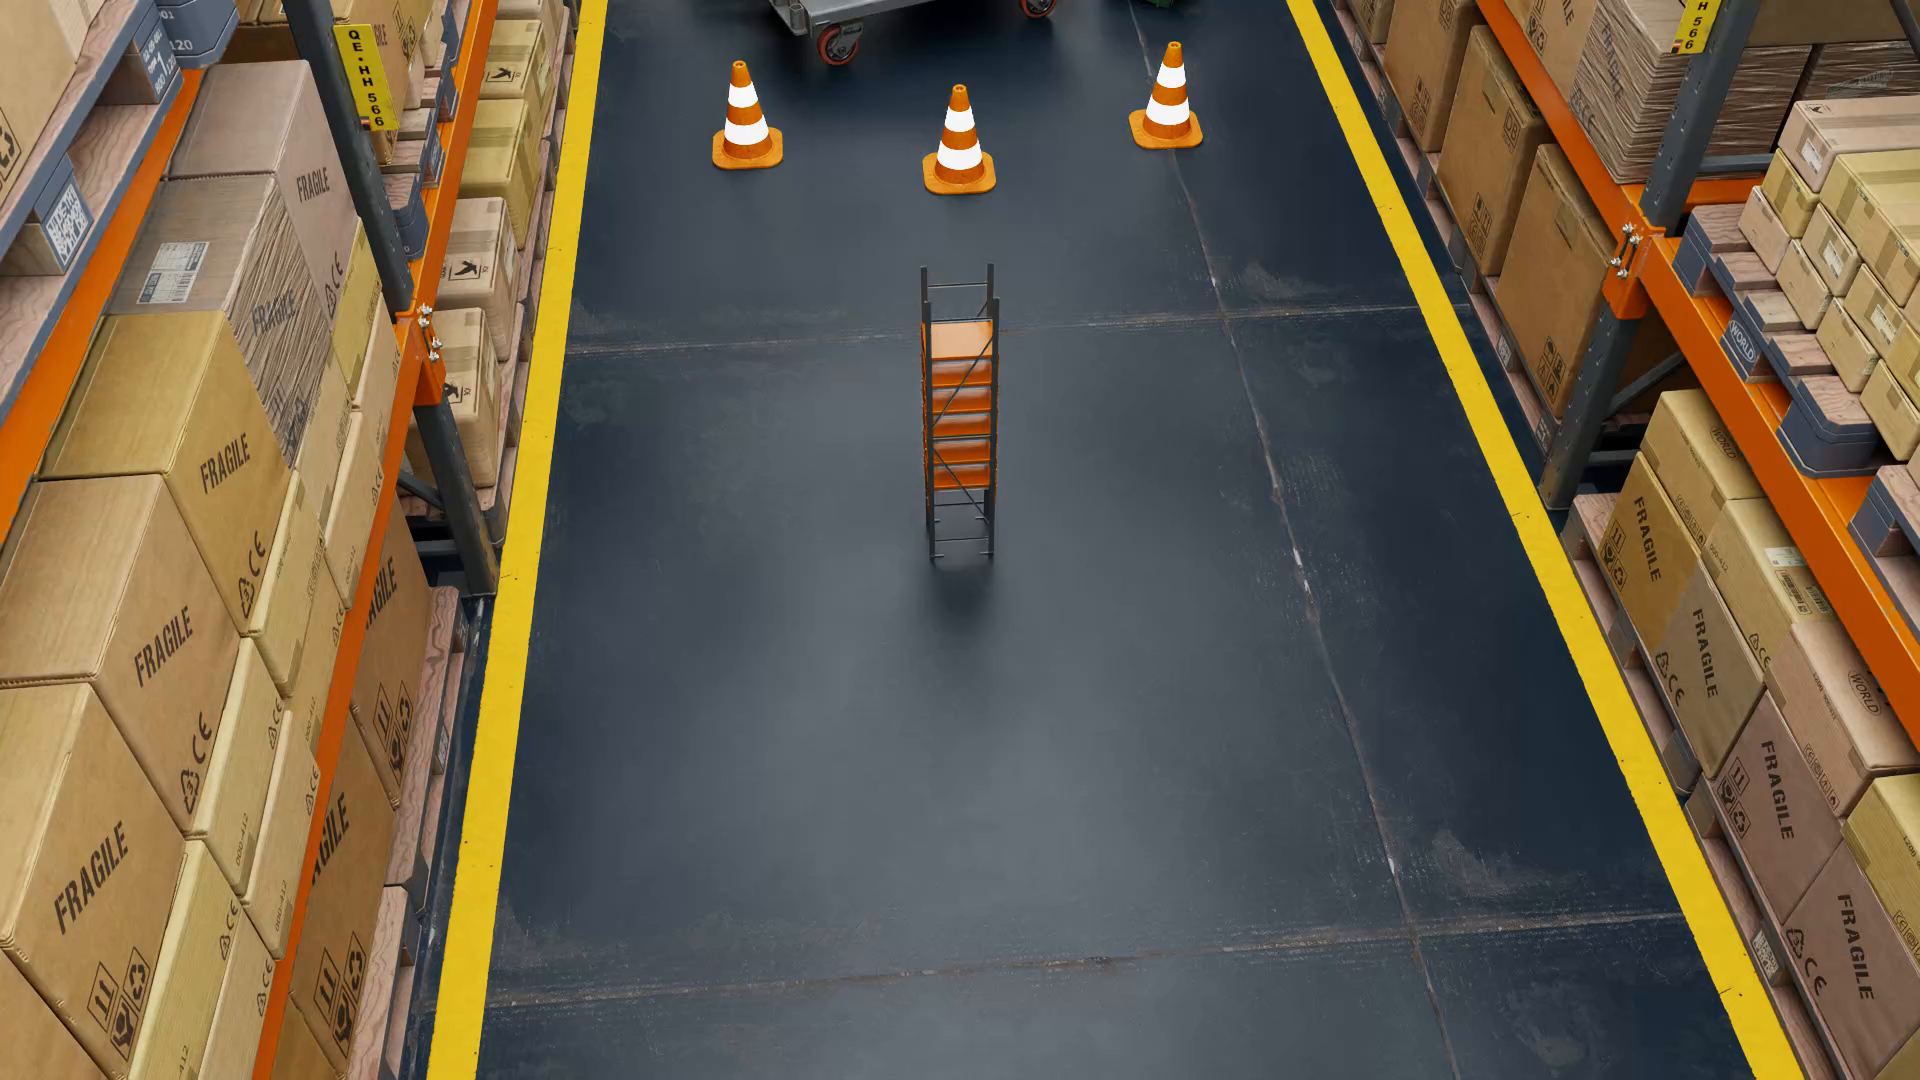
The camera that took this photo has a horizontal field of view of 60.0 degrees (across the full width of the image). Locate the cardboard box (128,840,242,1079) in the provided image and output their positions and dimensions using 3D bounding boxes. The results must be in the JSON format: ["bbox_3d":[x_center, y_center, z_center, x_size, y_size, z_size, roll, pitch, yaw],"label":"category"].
[{"bbox_3d":[-1.698,0.857,3.131,0.500,0.250,0.500,-3,47,-3],"label":"cardboard box"}]

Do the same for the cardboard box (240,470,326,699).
[{"bbox_3d":[-1.786,0.116,3.833,0.500,0.250,0.500,-5,47,-4],"label":"cardboard box"}]

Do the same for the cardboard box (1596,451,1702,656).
[{"bbox_3d":[2.540,0.030,5.588,0.500,0.500,0.500,-5,47,-5],"label":"cardboard box"}]

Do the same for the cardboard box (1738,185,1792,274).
[{"bbox_3d":[2.571,-0.935,4.953,0.380,0.149,0.250,-4,47,-4],"label":"cardboard box"}]

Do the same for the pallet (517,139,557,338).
[{"bbox_3d":[-2.353,-1.326,7.360,1.003,0.211,1.213,-3,47,-3],"label":"pallet"}]

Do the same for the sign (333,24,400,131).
[{"bbox_3d":[-1.637,-1.273,4.592,0.100,0.325,0.005,-3,47,-3],"label":"sign"}]

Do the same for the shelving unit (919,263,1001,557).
[{"bbox_3d":[-0.001,-0.423,5.824,0.258,1.200,0.189,-3,47,-3],"label":"shelving unit"}]

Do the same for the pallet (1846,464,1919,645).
[{"bbox_3d":[2.941,0.283,4.048,1.003,0.211,1.213,-3,47,-3],"label":"pallet"}]

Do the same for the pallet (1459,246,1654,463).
[{"bbox_3d":[2.744,-0.829,6.890,1.003,0.211,1.213,-3,47,-3],"label":"pallet"}]

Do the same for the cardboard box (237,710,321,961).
[{"bbox_3d":[-1.733,0.664,3.658,0.500,0.250,0.500,-4,47,-4],"label":"cardboard box"}]

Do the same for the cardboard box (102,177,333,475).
[{"bbox_3d":[-1.835,-0.488,3.889,0.500,0.500,0.500,-3,47,-3],"label":"cardboard box"}]

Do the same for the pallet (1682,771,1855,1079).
[{"bbox_3d":[2.897,1.192,4.975,1.003,0.211,1.213,-3,47,-3],"label":"pallet"}]

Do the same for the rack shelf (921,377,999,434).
[{"bbox_3d":[-0.001,-0.475,5.769,0.258,0.103,0.180,-3,47,-3],"label":"rack shelf"}]

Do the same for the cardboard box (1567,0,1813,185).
[{"bbox_3d":[2.429,-1.557,5.589,0.500,0.500,0.500,-3,47,-3],"label":"cardboard box"}]

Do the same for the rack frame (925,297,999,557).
[{"bbox_3d":[0.006,-0.357,5.762,0.240,1.200,0.006,-3,47,-3],"label":"rack frame"}]

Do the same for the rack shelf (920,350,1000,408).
[{"bbox_3d":[-0.001,-0.558,5.682,0.258,0.103,0.180,-3,47,-3],"label":"rack shelf"}]

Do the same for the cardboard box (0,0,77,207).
[{"bbox_3d":[-1.753,-0.791,2.510,0.500,0.500,0.500,-3,47,-3],"label":"cardboard box"}]

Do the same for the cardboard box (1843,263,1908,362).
[{"bbox_3d":[2.625,-0.622,4.452,0.380,0.149,0.250,-5,47,-5],"label":"cardboard box"}]

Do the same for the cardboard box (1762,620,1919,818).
[{"bbox_3d":[2.622,0.484,4.642,0.500,0.250,0.500,-3,47,-3],"label":"cardboard box"}]

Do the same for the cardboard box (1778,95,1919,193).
[{"bbox_3d":[2.580,-1.126,4.724,0.380,0.149,0.250,-3,47,-3],"label":"cardboard box"}]

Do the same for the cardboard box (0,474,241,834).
[{"bbox_3d":[-1.764,0.238,3.201,0.500,0.500,0.500,-4,47,-4],"label":"cardboard box"}]

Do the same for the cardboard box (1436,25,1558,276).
[{"bbox_3d":[2.697,-1.662,7.018,1.050,0.750,0.750,-3,47,-3],"label":"cardboard box"}]

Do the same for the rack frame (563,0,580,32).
[{"bbox_3d":[-2.525,-3.733,7.719,1.000,3.000,0.127,-3,47,-3],"label":"rack frame"}]

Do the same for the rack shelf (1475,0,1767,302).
[{"bbox_3d":[2.567,-2.412,6.964,1.077,0.370,4.000,-3,47,-3],"label":"rack shelf"}]

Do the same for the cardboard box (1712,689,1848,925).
[{"bbox_3d":[2.633,0.764,4.893,0.500,0.500,0.500,-5,47,-4],"label":"cardboard box"}]

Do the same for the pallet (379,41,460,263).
[{"bbox_3d":[-2.356,-1.282,5.530,1.213,0.211,1.003,-3,47,-3],"label":"pallet"}]

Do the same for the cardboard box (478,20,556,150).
[{"bbox_3d":[-2.415,-2.074,7.669,0.950,0.372,0.625,-1,47,-1],"label":"cardboard box"}]

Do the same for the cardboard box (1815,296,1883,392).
[{"bbox_3d":[2.616,-0.545,4.584,0.380,0.149,0.250,-1,47,-1],"label":"cardboard box"}]

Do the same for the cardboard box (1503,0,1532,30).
[{"bbox_3d":[2.347,-2.279,6.274,0.500,0.500,0.500,-4,47,-4],"label":"cardboard box"}]

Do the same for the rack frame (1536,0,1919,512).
[{"bbox_3d":[2.734,-1.213,5.333,1.000,3.000,0.127,-3,47,-3],"label":"rack frame"}]

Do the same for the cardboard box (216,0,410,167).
[{"bbox_3d":[-1.997,-1.459,5.003,0.500,0.500,0.500,-5,47,-4],"label":"cardboard box"}]

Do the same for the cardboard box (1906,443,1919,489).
[{"bbox_3d":[2.665,-0.158,4.217,0.380,0.149,0.250,-2,47,-2],"label":"cardboard box"}]

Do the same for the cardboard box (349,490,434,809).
[{"bbox_3d":[-2.215,0.252,5.119,0.875,0.875,0.875,-4,47,-4],"label":"cardboard box"}]

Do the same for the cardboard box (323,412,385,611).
[{"bbox_3d":[-1.830,-0.068,4.352,0.500,0.250,0.500,-3,47,-3],"label":"cardboard box"}]

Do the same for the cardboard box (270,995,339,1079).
[{"bbox_3d":[-2.070,1.545,3.895,0.875,0.875,0.875,-2,47,-2],"label":"cardboard box"}]

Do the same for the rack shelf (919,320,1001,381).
[{"bbox_3d":[-0.001,-0.640,5.595,0.258,0.103,0.180,-3,47,-3],"label":"rack shelf"}]

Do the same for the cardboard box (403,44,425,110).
[{"bbox_3d":[-1.999,-1.551,5.536,0.380,0.149,0.250,-6,47,-6],"label":"cardboard box"}]

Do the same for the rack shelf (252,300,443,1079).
[{"bbox_3d":[-2.022,0.856,3.869,1.077,0.370,4.000,-3,47,-3],"label":"rack shelf"}]

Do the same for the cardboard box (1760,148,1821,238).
[{"bbox_3d":[2.575,-1.011,4.821,0.380,0.149,0.250,-2,47,-2],"label":"cardboard box"}]

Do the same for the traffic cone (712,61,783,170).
[{"bbox_3d":[-1.026,-2.048,7.871,0.336,0.463,0.334,-3,47,-3],"label":"traffic cone"}]

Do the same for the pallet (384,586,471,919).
[{"bbox_3d":[-2.199,0.695,5.446,1.003,0.211,1.213,-3,47,-3],"label":"pallet"}]

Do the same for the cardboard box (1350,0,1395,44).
[{"bbox_3d":[2.541,-3.034,8.318,1.050,0.750,0.750,-4,47,-3],"label":"cardboard box"}]

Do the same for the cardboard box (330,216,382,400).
[{"bbox_3d":[-1.896,-0.624,4.534,0.500,0.250,0.500,-4,47,-3],"label":"cardboard box"}]

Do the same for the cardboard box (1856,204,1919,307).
[{"bbox_3d":[2.621,-0.757,4.375,0.380,0.149,0.250,-4,47,-4],"label":"cardboard box"}]

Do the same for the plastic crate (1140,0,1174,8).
[{"bbox_3d":[1.080,-3.206,9.117,0.450,0.188,0.662,25,51,9],"label":"plastic crate"}]

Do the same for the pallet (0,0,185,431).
[{"bbox_3d":[-1.986,-0.534,2.754,1.003,0.211,1.213,-2,47,-1],"label":"pallet"}]

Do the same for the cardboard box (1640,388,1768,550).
[{"bbox_3d":[2.551,-0.242,5.329,0.500,0.250,0.500,-5,47,-5],"label":"cardboard box"}]

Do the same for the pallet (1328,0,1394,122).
[{"bbox_3d":[2.539,-2.594,8.562,1.003,0.211,1.213,-3,47,-3],"label":"pallet"}]

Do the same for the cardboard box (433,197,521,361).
[{"bbox_3d":[-2.297,-1.022,6.673,0.950,0.372,0.625,-4,47,-4],"label":"cardboard box"}]
